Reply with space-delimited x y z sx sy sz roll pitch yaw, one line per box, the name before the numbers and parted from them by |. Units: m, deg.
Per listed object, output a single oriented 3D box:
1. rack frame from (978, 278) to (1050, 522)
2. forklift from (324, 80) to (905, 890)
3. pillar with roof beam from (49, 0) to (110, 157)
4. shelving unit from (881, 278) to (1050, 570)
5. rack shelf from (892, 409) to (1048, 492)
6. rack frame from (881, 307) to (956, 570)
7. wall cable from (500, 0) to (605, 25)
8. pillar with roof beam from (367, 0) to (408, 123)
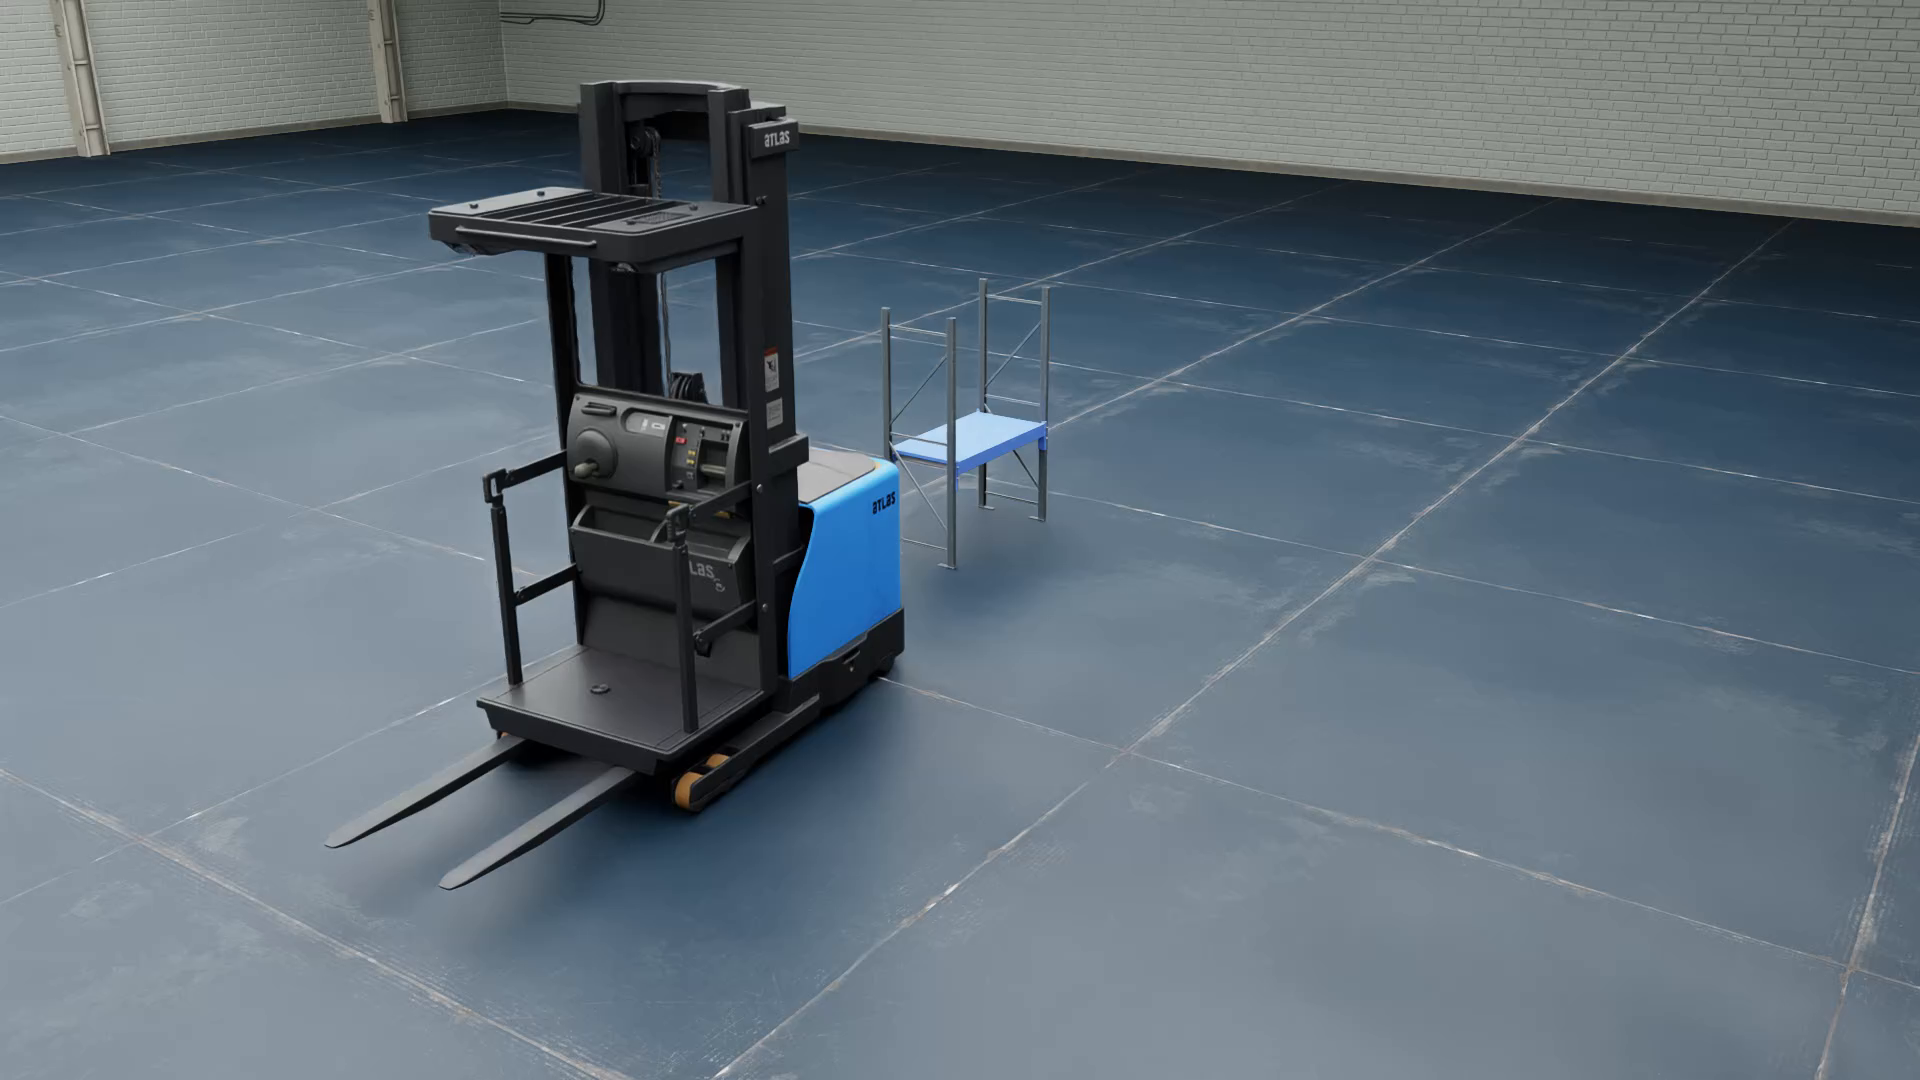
rack frame | 0.334 -0.874 10.465 0.500 1.500 0.032 13 24 32
forklift | -1.441 -0.391 7.097 1.130 2.935 3.031 11 23 27
pillar with roof beam | -10.729 -9.734 23.609 9.100 9.000 0.400 13 24 32
shelving unit | 0.048 -0.728 10.071 0.538 1.500 1.048 13 24 32
rack shelf | 0.048 -0.559 10.133 0.538 0.185 1.000 13 24 32
rack frame | -0.238 -0.582 9.677 0.500 1.500 0.032 13 24 32
wall cable | -8.167 -11.426 32.660 3.097 2.526 0.112 13 24 32
pillar with roof beam | -7.356 -11.456 28.263 9.100 9.000 0.400 13 24 32
